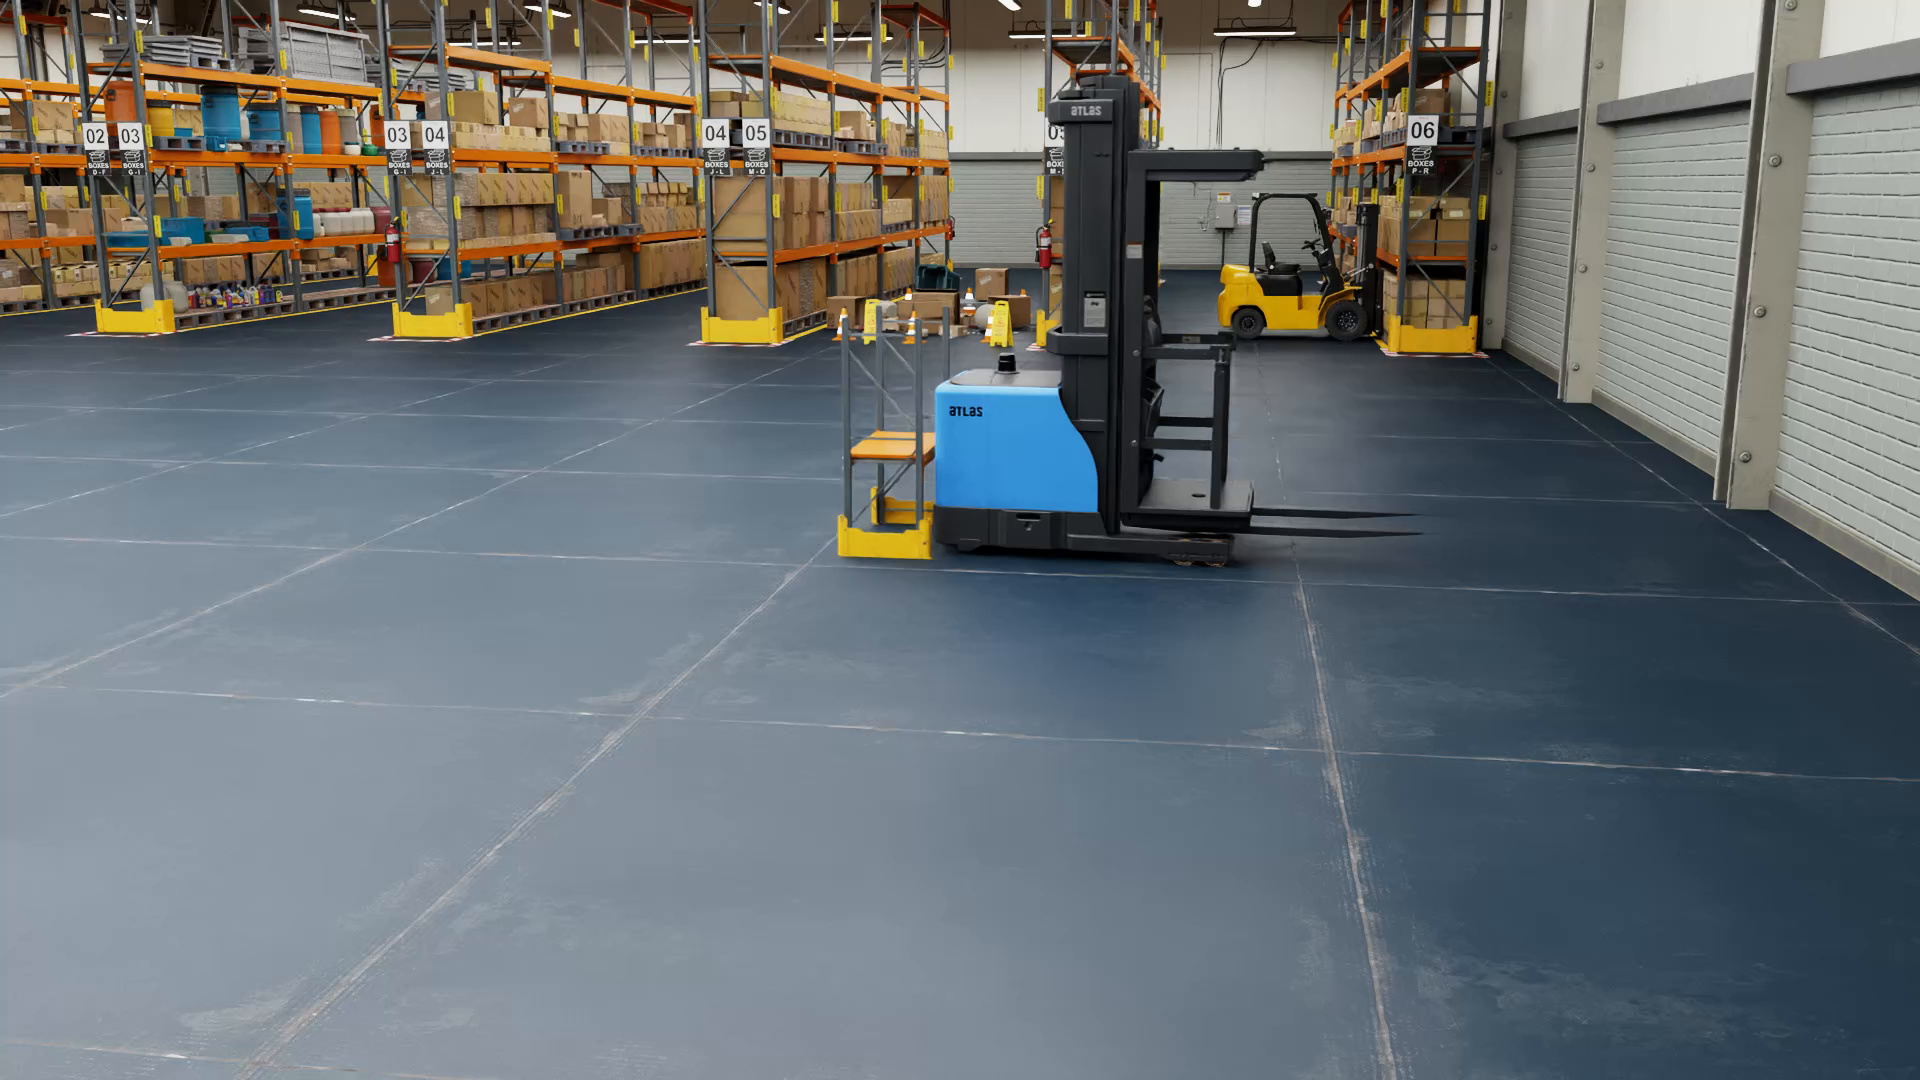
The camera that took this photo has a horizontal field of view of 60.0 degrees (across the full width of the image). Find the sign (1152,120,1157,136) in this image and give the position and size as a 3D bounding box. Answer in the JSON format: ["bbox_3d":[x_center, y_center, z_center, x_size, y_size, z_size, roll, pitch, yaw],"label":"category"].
[{"bbox_3d":[4.072,-8.626,34.807,0.100,0.325,0.005,2,12,9],"label":"sign"}]

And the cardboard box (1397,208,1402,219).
[{"bbox_3d":[6.381,-4.612,23.499,0.380,0.149,0.250,2,12,10],"label":"cardboard box"}]

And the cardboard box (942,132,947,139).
[{"bbox_3d":[-0.518,-9.495,39.033,0.380,0.149,0.250,2,12,8],"label":"cardboard box"}]

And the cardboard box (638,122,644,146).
[{"bbox_3d":[-6.804,-8.290,33.986,0.500,0.500,0.500,3,12,12],"label":"cardboard box"}]

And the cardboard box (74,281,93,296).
[{"bbox_3d":[-16.889,-4.790,31.630,0.500,0.250,0.500,2,12,10],"label":"cardboard box"}]

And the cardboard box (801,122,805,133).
[{"bbox_3d":[-2.616,-6.385,25.742,0.380,0.149,0.250,2,12,9],"label":"cardboard box"}]

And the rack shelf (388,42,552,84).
[{"bbox_3d":[-7.796,-7.588,26.558,1.077,0.370,4.000,2,12,9],"label":"rack shelf"}]

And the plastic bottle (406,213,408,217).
[{"bbox_3d":[-11.836,-6.828,35.673,0.144,0.351,0.185,2,12,9],"label":"plastic bottle"}]

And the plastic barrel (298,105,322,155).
[{"bbox_3d":[-12.317,-7.682,31.209,0.600,0.901,0.708,2,12,9],"label":"plastic barrel"}]

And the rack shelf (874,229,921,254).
[{"bbox_3d":[-1.680,-6.140,34.074,1.077,0.370,4.000,2,12,9],"label":"rack shelf"}]

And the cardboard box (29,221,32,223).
[{"bbox_3d":[-21.004,-7.061,37.187,0.380,0.149,0.250,2,12,10],"label":"cardboard box"}]

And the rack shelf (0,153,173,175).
[{"bbox_3d":[-16.968,-7.278,32.230,1.077,0.370,4.000,2,12,9],"label":"rack shelf"}]

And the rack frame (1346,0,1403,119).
[{"bbox_3d":[8.440,-9.542,33.909,1.000,3.000,0.127,2,12,9],"label":"rack frame"}]

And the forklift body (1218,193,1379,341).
[{"bbox_3d":[5.083,-4.150,25.145,2.313,2.155,1.214,2,12,9],"label":"forklift body"}]

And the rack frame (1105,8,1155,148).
[{"bbox_3d":[3.535,-9.702,34.651,1.000,3.000,0.127,2,12,9],"label":"rack frame"}]

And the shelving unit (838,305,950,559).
[{"bbox_3d":[-0.398,-0.734,10.837,0.587,1.500,1.083,2,12,9],"label":"shelving unit"}]

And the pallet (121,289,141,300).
[{"bbox_3d":[-16.826,-5.046,33.907,1.003,0.211,1.213,2,12,9],"label":"pallet"}]

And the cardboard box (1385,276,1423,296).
[{"bbox_3d":[6.430,-3.673,24.075,0.500,0.250,0.500,2,12,10],"label":"cardboard box"}]

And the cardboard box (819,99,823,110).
[{"bbox_3d":[-2.422,-7.039,26.886,0.380,0.149,0.250,2,12,9],"label":"cardboard box"}]

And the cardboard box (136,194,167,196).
[{"bbox_3d":[-20.495,-8.293,41.641,0.980,0.700,0.700,2,12,8],"label":"cardboard box"}]

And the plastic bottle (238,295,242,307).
[{"bbox_3d":[-12.327,-4.080,28.403,0.097,0.201,0.097,0,12,0],"label":"plastic bottle"}]

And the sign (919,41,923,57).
[{"bbox_3d":[-0.823,-10.358,35.105,0.100,0.325,0.005,2,12,9],"label":"sign"}]

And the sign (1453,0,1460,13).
[{"bbox_3d":[7.754,-8.387,25.959,0.100,0.325,0.005,2,12,9],"label":"sign"}]

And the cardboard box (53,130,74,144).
[{"bbox_3d":[-17.090,-7.587,31.319,0.500,0.250,0.500,1,12,3],"label":"cardboard box"}]

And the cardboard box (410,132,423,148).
[{"bbox_3d":[-8.280,-6.094,25.386,0.500,0.250,0.500,2,12,10],"label":"cardboard box"}]

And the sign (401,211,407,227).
[{"bbox_3d":[-11.222,-6.481,33.561,0.100,0.325,0.005,2,12,9],"label":"sign"}]

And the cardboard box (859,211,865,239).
[{"bbox_3d":[-2.021,-5.708,30.120,0.500,0.500,0.500,2,12,10],"label":"cardboard box"}]

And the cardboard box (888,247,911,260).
[{"bbox_3d":[-1.329,-5.989,34.818,0.500,0.250,0.500,2,12,11],"label":"cardboard box"}]

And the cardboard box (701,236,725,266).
[{"bbox_3d":[-5.939,-6.579,38.448,0.875,0.875,0.875,2,12,9],"label":"cardboard box"}]

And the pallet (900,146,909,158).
[{"bbox_3d":[-1.729,-7.942,34.051,1.213,0.211,1.003,2,12,9],"label":"pallet"}]

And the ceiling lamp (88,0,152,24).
[{"bbox_3d":[-18.297,-13.093,36.532,0.800,3.185,2.000,2,12,9],"label":"ceiling lamp"}]

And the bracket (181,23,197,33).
[{"bbox_3d":[-20.478,-13.589,44.144,0.235,0.232,0.430,2,12,9],"label":"bracket"}]

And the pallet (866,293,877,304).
[{"bbox_3d":[-2.183,-4.551,31.610,1.003,0.211,1.213,2,12,9],"label":"pallet"}]

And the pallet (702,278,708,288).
[{"bbox_3d":[-6.063,-5.883,37.790,1.003,0.211,1.213,2,12,9],"label":"pallet"}]

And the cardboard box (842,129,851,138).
[{"bbox_3d":[-2.130,-7.124,29.173,0.380,0.149,0.250,2,12,9],"label":"cardboard box"}]

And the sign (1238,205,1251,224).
[{"bbox_3d":[7.567,-8.659,44.276,0.329,0.494,0.001,2,12,9],"label":"sign"}]

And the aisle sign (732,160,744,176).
[{"bbox_3d":[-5.335,-9.199,40.387,0.394,0.787,0.004,2,12,9],"label":"aisle sign"}]

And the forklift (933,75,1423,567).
[{"bbox_3d":[1.398,-1.387,10.472,3.031,2.935,1.130,2,12,11],"label":"forklift"}]

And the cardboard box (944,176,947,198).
[{"bbox_3d":[-0.582,-8.321,39.167,0.500,0.500,0.500,2,12,7],"label":"cardboard box"}]

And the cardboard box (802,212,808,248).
[{"bbox_3d":[-2.892,-4.902,26.263,0.875,0.550,0.500,2,12,9],"label":"cardboard box"}]

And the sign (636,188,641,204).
[{"bbox_3d":[-6.335,-6.769,32.723,0.100,0.325,0.005,2,12,9],"label":"sign"}]

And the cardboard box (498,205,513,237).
[{"bbox_3d":[-7.825,-5.214,27.126,0.875,0.500,0.500,2,12,9],"label":"cardboard box"}]

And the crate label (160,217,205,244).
[{"bbox_3d":[-12.981,-5.162,27.741,0.502,0.435,0.616,2,12,9],"label":"crate label"}]

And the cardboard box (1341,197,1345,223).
[{"bbox_3d":[8.065,-6.662,33.552,0.700,0.500,0.500,2,12,9],"label":"cardboard box"}]

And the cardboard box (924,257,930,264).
[{"bbox_3d":[-0.886,-6.291,37.423,0.380,0.149,0.250,2,12,10],"label":"cardboard box"}]

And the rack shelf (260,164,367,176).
[{"bbox_3d":[-15.738,-8.943,39.958,1.077,0.370,4.000,2,12,9],"label":"rack shelf"}]

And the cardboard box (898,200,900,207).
[{"bbox_3d":[-1.442,-6.921,34.173,0.380,0.149,0.250,1,12,6],"label":"cardboard box"}]

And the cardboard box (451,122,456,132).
[{"bbox_3d":[-7.832,-6.230,25.071,0.380,0.149,0.250,2,12,8],"label":"cardboard box"}]

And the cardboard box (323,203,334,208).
[{"bbox_3d":[-15.466,-7.875,40.176,0.500,0.500,0.500,2,12,8],"label":"cardboard box"}]

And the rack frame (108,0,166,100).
[{"bbox_3d":[-16.661,-9.512,33.770,1.000,3.000,0.127,2,12,9],"label":"rack frame"}]

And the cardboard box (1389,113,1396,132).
[{"bbox_3d":[6.681,-6.299,25.069,0.396,0.266,0.258,2,12,7],"label":"cardboard box"}]

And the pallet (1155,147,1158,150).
[{"bbox_3d":[3.861,-8.615,36.940,1.003,0.211,1.213,2,12,9],"label":"pallet"}]

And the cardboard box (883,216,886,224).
[{"bbox_3d":[-1.678,-6.301,32.709,0.380,0.149,0.250,2,12,11],"label":"cardboard box"}]
